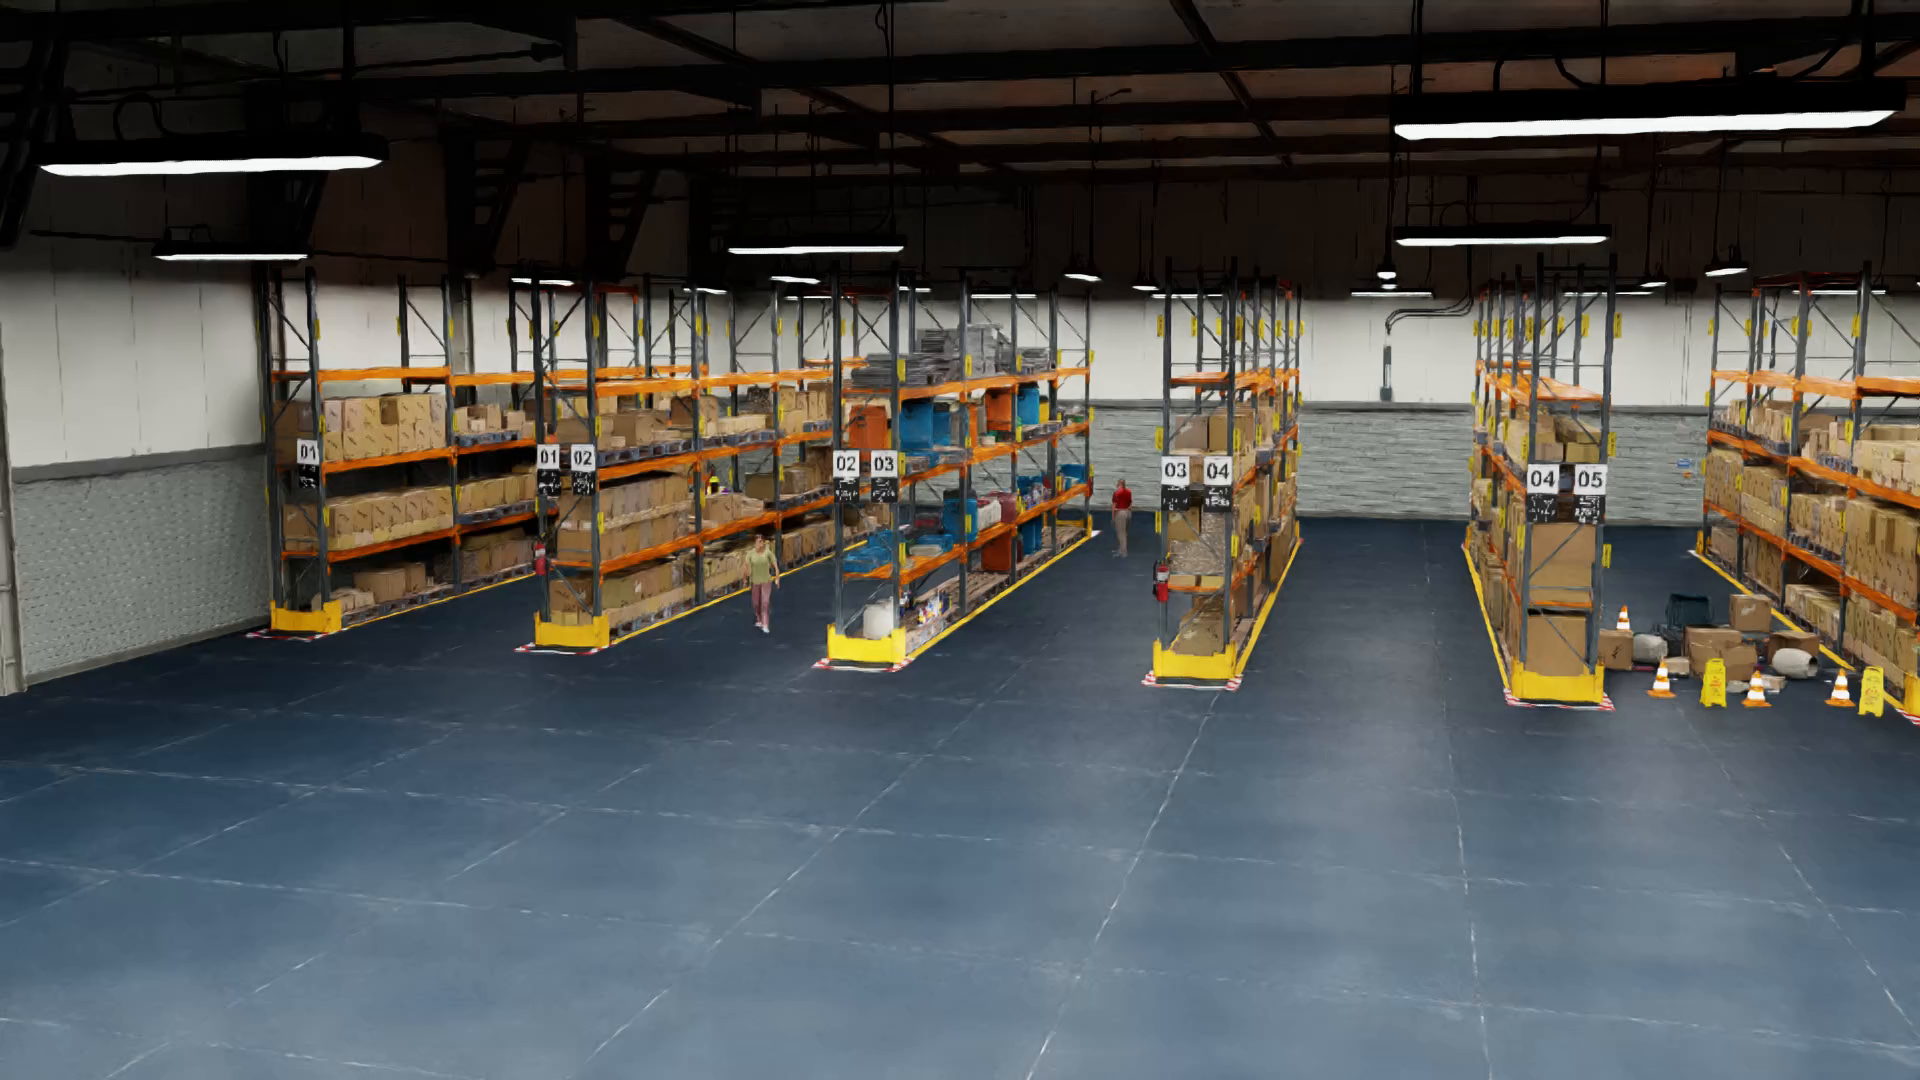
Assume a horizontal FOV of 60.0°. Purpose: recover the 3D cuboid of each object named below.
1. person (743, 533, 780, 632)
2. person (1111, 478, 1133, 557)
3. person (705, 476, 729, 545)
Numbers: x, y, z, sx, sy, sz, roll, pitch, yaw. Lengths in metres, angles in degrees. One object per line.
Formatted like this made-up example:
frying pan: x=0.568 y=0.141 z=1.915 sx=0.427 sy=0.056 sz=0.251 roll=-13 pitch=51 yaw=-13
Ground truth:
person: x=-3.296 y=0.681 z=27.751 sx=0.590 sy=1.635 sz=0.687 roll=1 pitch=7 yaw=6
person: x=3.542 y=-0.515 z=36.694 sx=0.586 sy=1.717 sz=0.653 roll=7 pitch=10 yaw=43
person: x=-5.518 y=-0.610 z=37.636 sx=0.719 sy=1.714 sz=0.578 roll=2 pitch=7 yaw=13
